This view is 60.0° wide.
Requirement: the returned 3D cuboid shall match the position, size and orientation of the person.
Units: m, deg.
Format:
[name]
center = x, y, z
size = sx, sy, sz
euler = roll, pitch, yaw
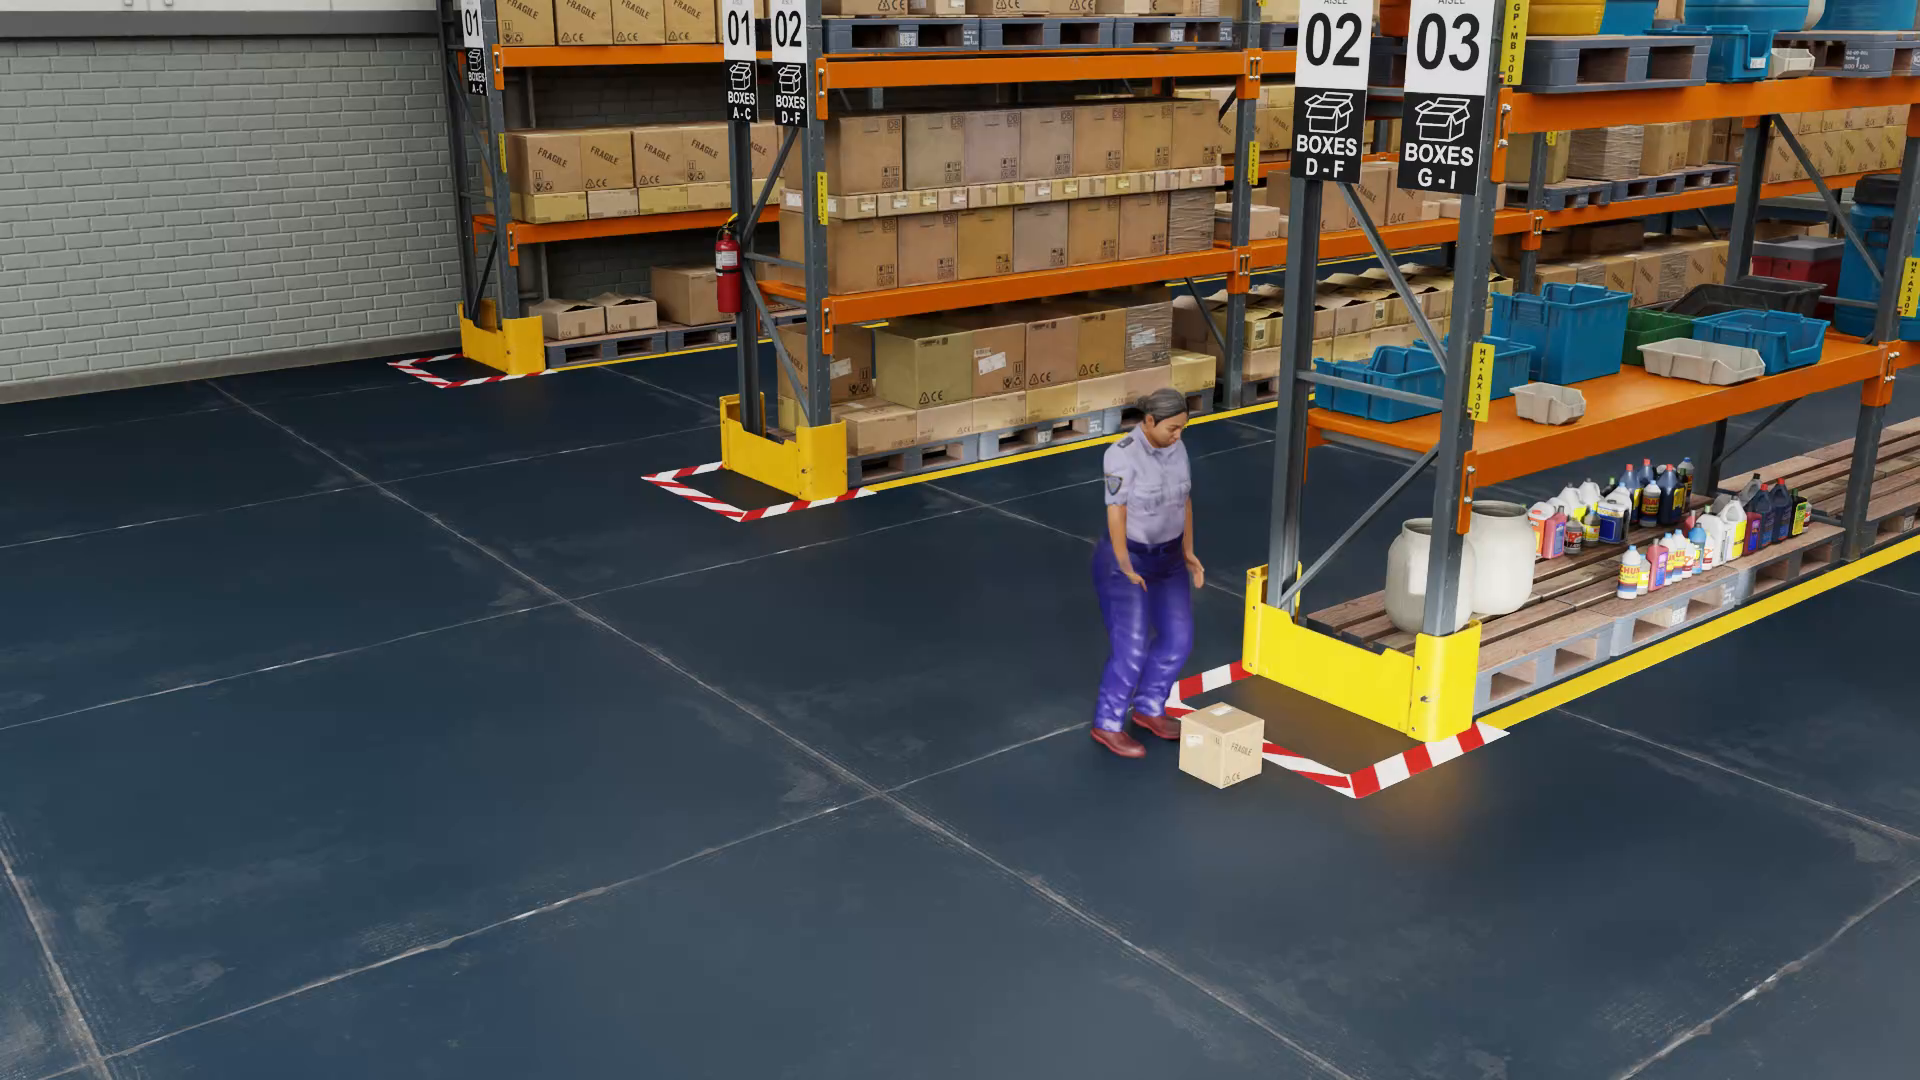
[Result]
[person]
center = 0.817, 0.121, 7.284
size = 0.489, 1.610, 0.366
euler = -14, 23, -38
